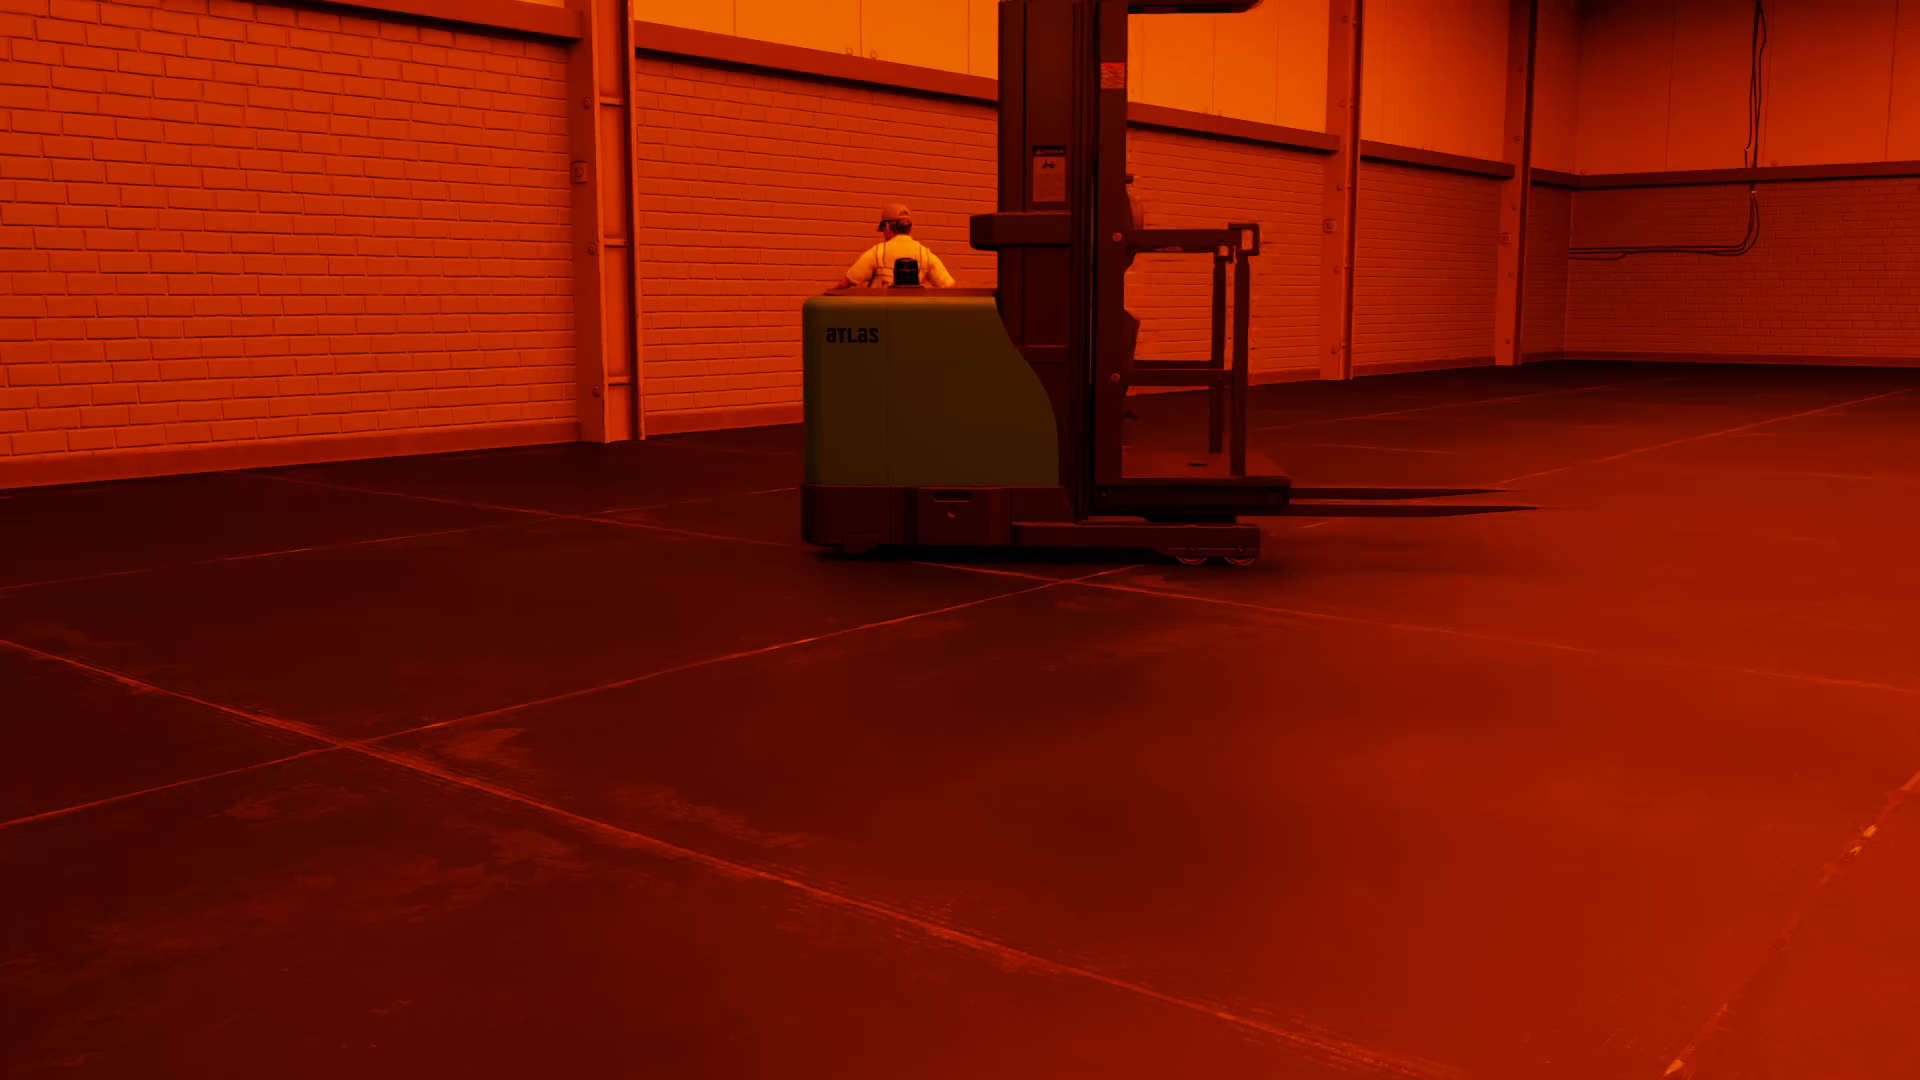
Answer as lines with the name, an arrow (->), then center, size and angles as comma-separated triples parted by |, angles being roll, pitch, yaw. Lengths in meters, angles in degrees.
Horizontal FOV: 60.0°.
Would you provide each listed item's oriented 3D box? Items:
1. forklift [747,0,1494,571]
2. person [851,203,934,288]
forklift -> 0.675, -1.412, 6.933 | 3.031, 2.935, 1.130 | 2, 9, 14
person -> -0.412, -1.257, 10.347 | 0.596, 1.652, 0.489 | -1, 8, -8
